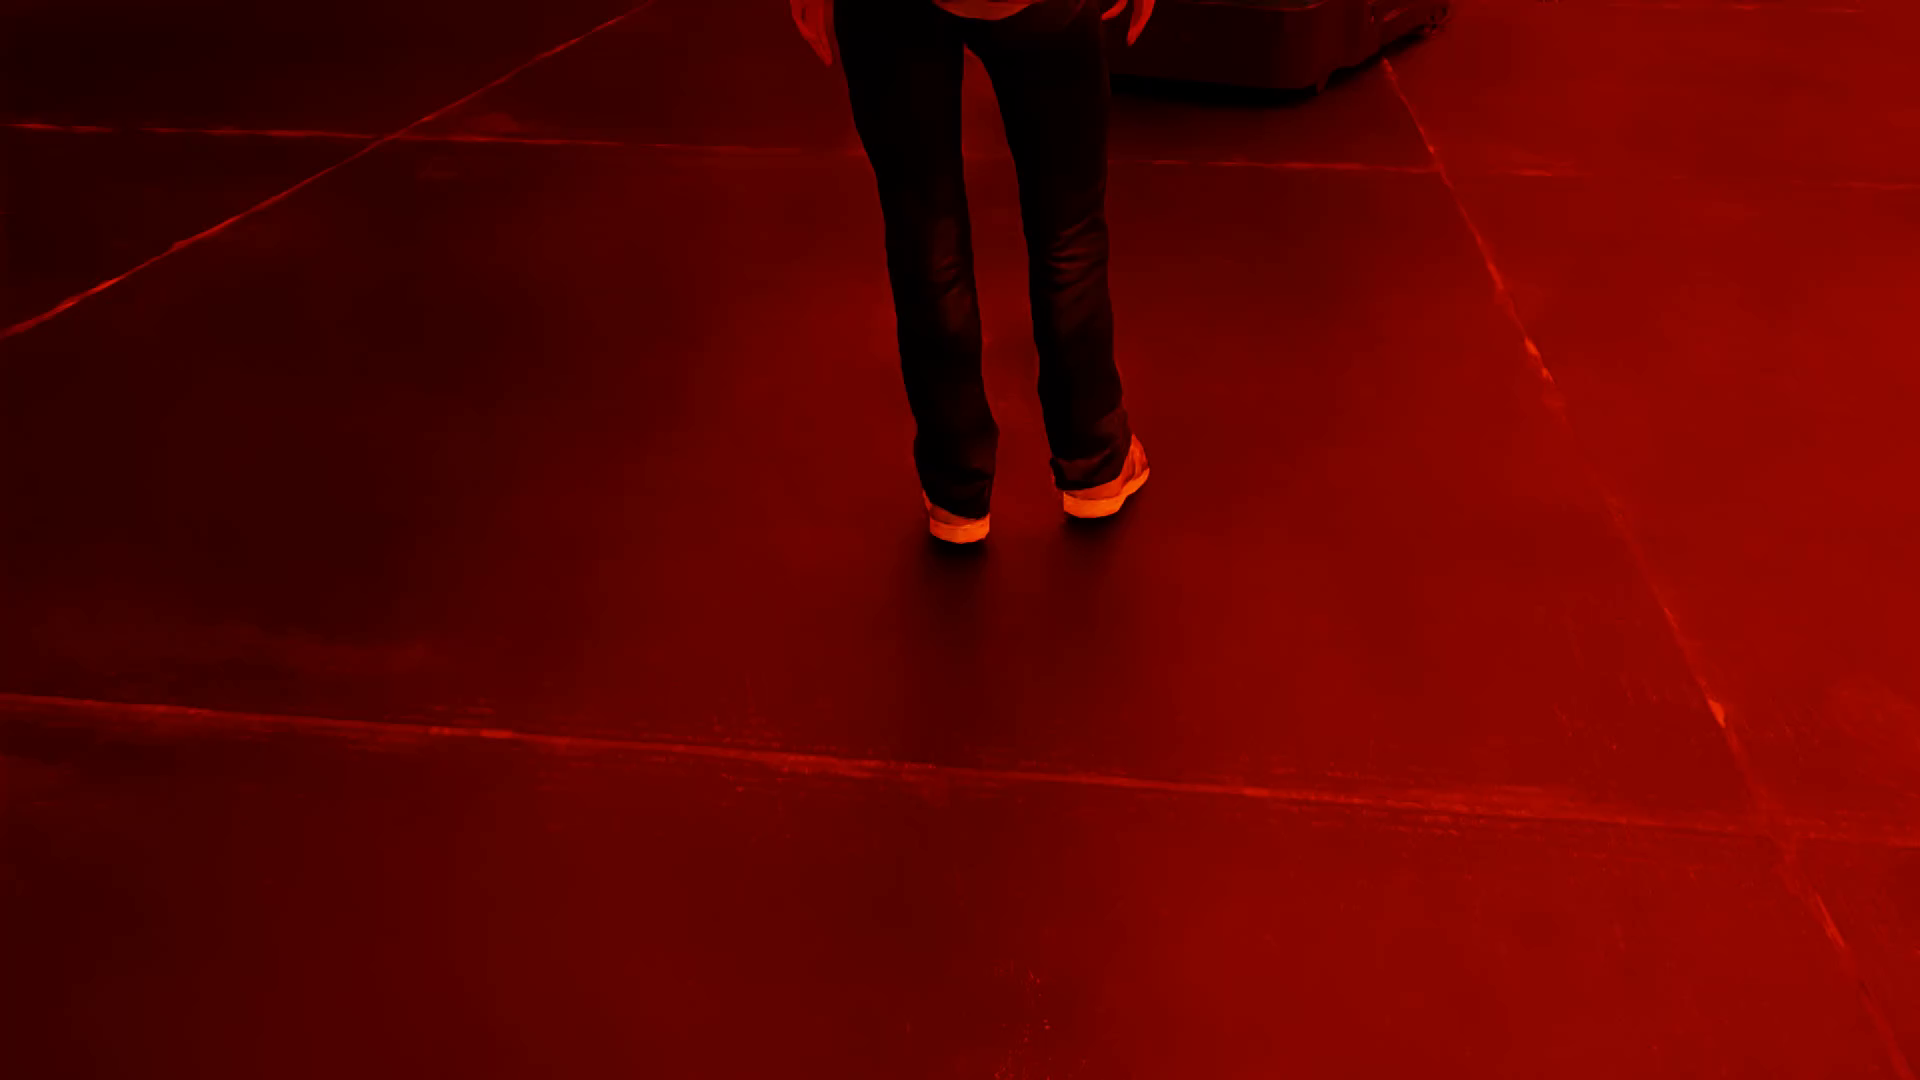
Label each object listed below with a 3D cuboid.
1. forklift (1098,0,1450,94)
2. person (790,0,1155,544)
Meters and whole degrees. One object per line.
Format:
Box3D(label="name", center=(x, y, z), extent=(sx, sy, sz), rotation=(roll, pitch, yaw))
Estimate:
Box3D(label="forklift", center=(1.276, -3.326, 5.884), extent=(1.130, 2.935, 3.031), rotation=(13, 29, 24))
Box3D(label="person", center=(0.024, -0.753, 2.205), extent=(0.520, 1.597, 0.474), rotation=(3, 27, 7))
